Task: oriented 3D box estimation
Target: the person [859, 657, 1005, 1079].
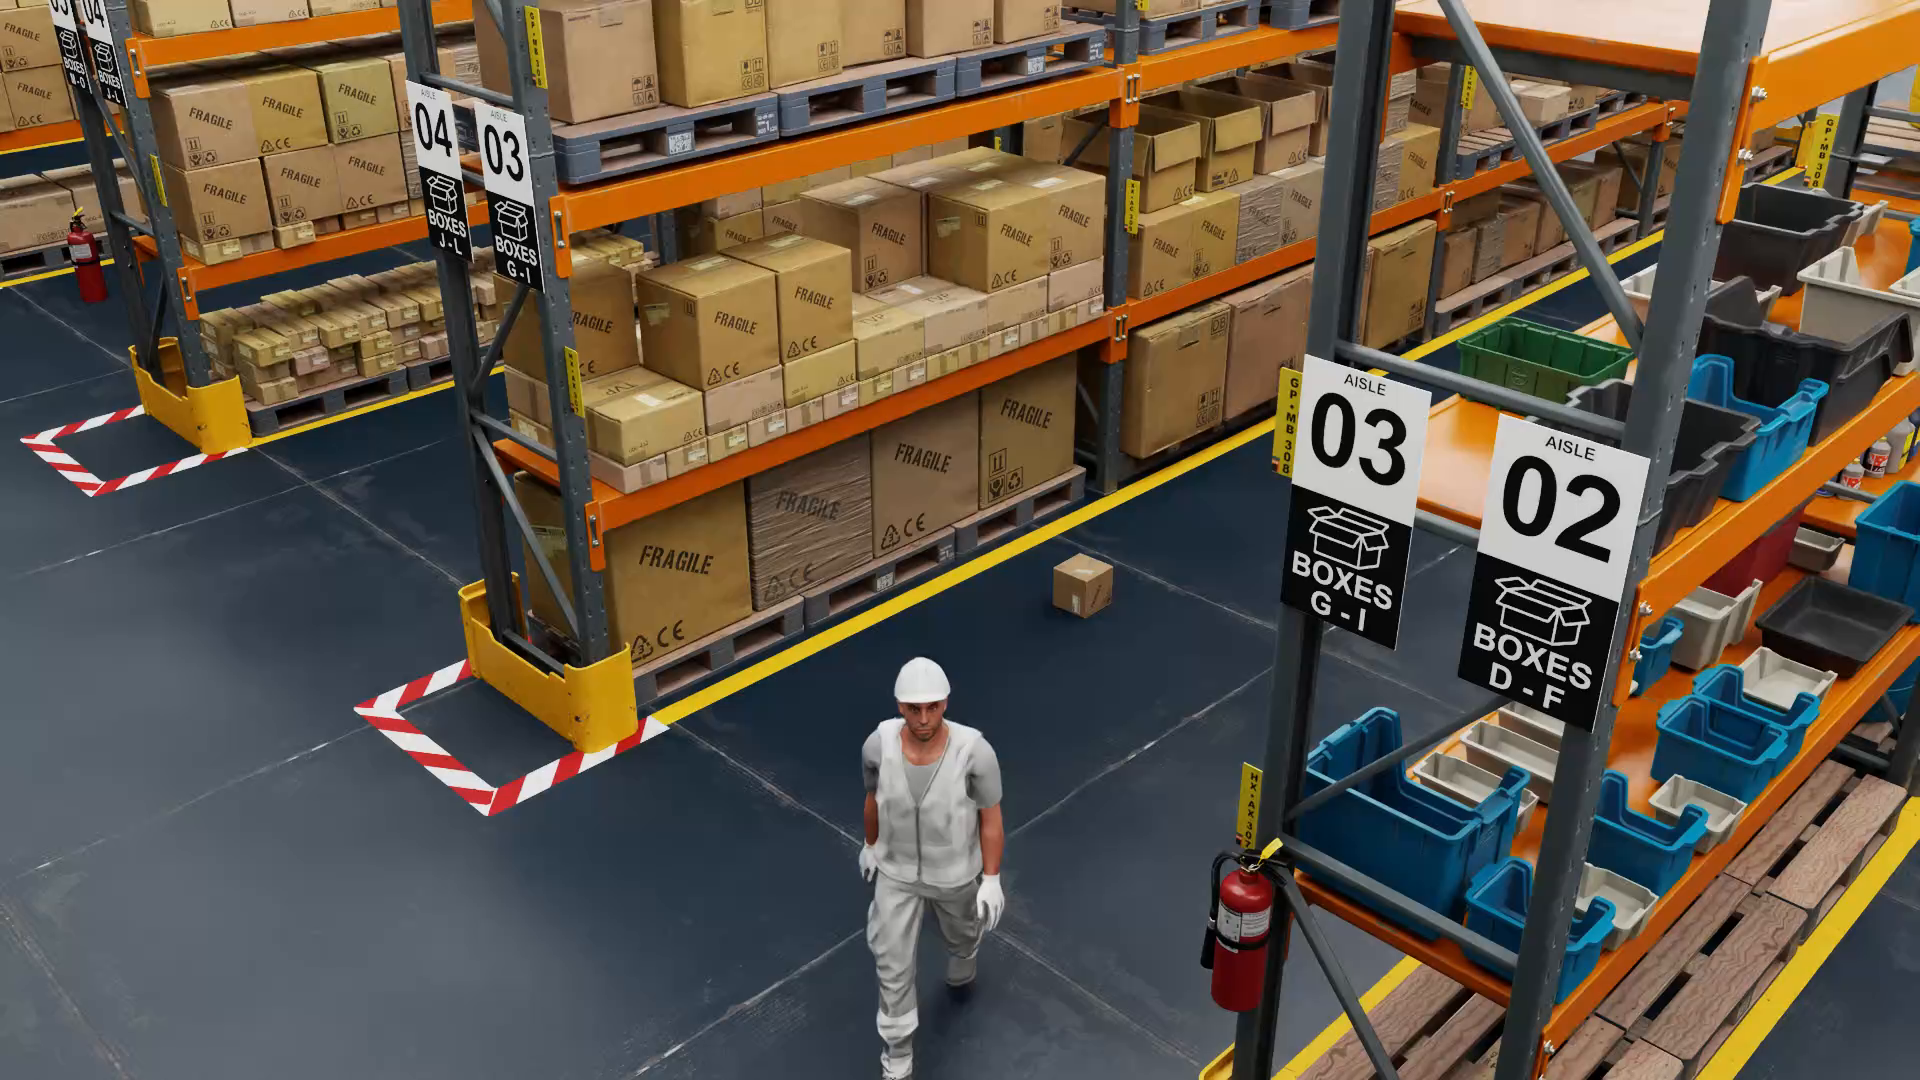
[{"bbox_3d":[-0.118,1.228,6.246,0.591,1.755,0.998,4,28,8],"label":"person"}]
